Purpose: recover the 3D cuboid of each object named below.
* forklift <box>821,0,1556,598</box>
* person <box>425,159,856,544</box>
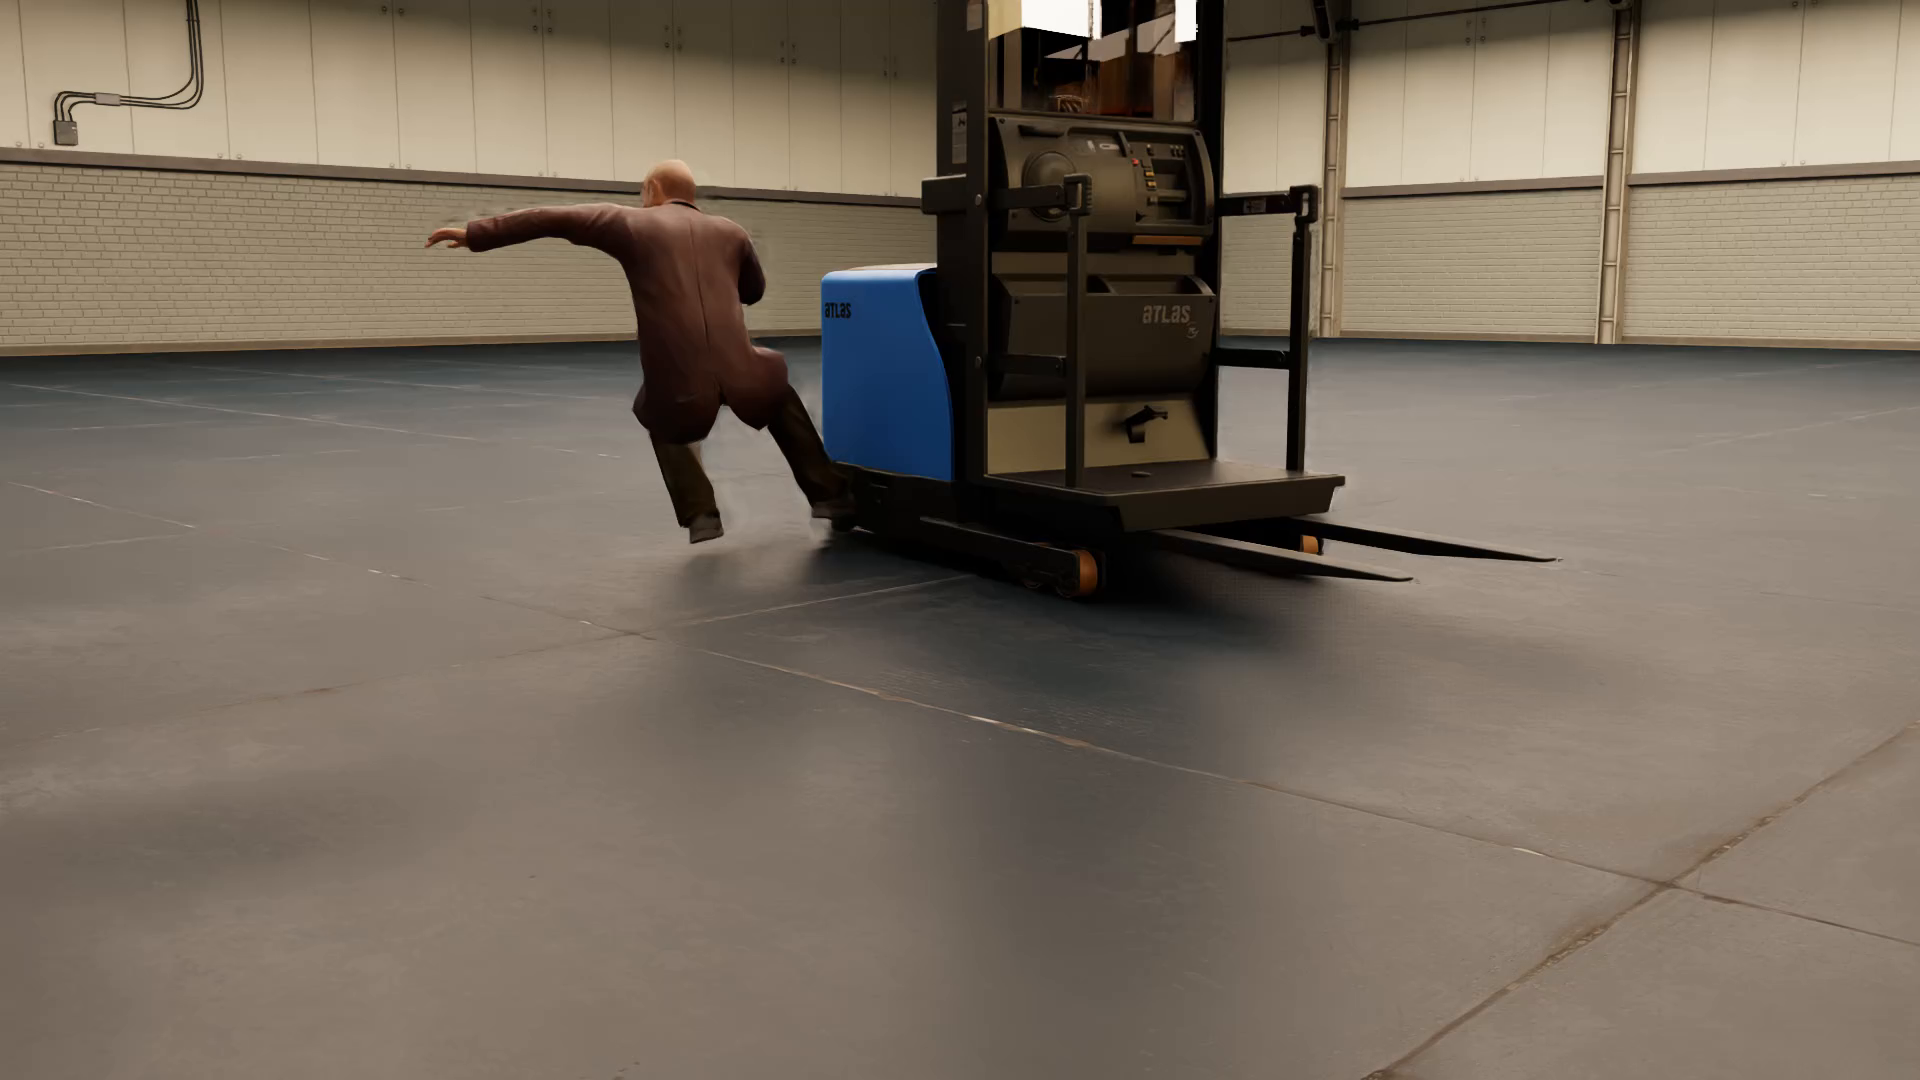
[{"bbox_3d":[0.643,-1.337,5.755,1.130,2.935,3.031,-6,10,-33],"label":"forklift"},{"bbox_3d":[-1.090,-0.692,6.214,1.679,1.430,0.815,-4,10,-27],"label":"person"}]
